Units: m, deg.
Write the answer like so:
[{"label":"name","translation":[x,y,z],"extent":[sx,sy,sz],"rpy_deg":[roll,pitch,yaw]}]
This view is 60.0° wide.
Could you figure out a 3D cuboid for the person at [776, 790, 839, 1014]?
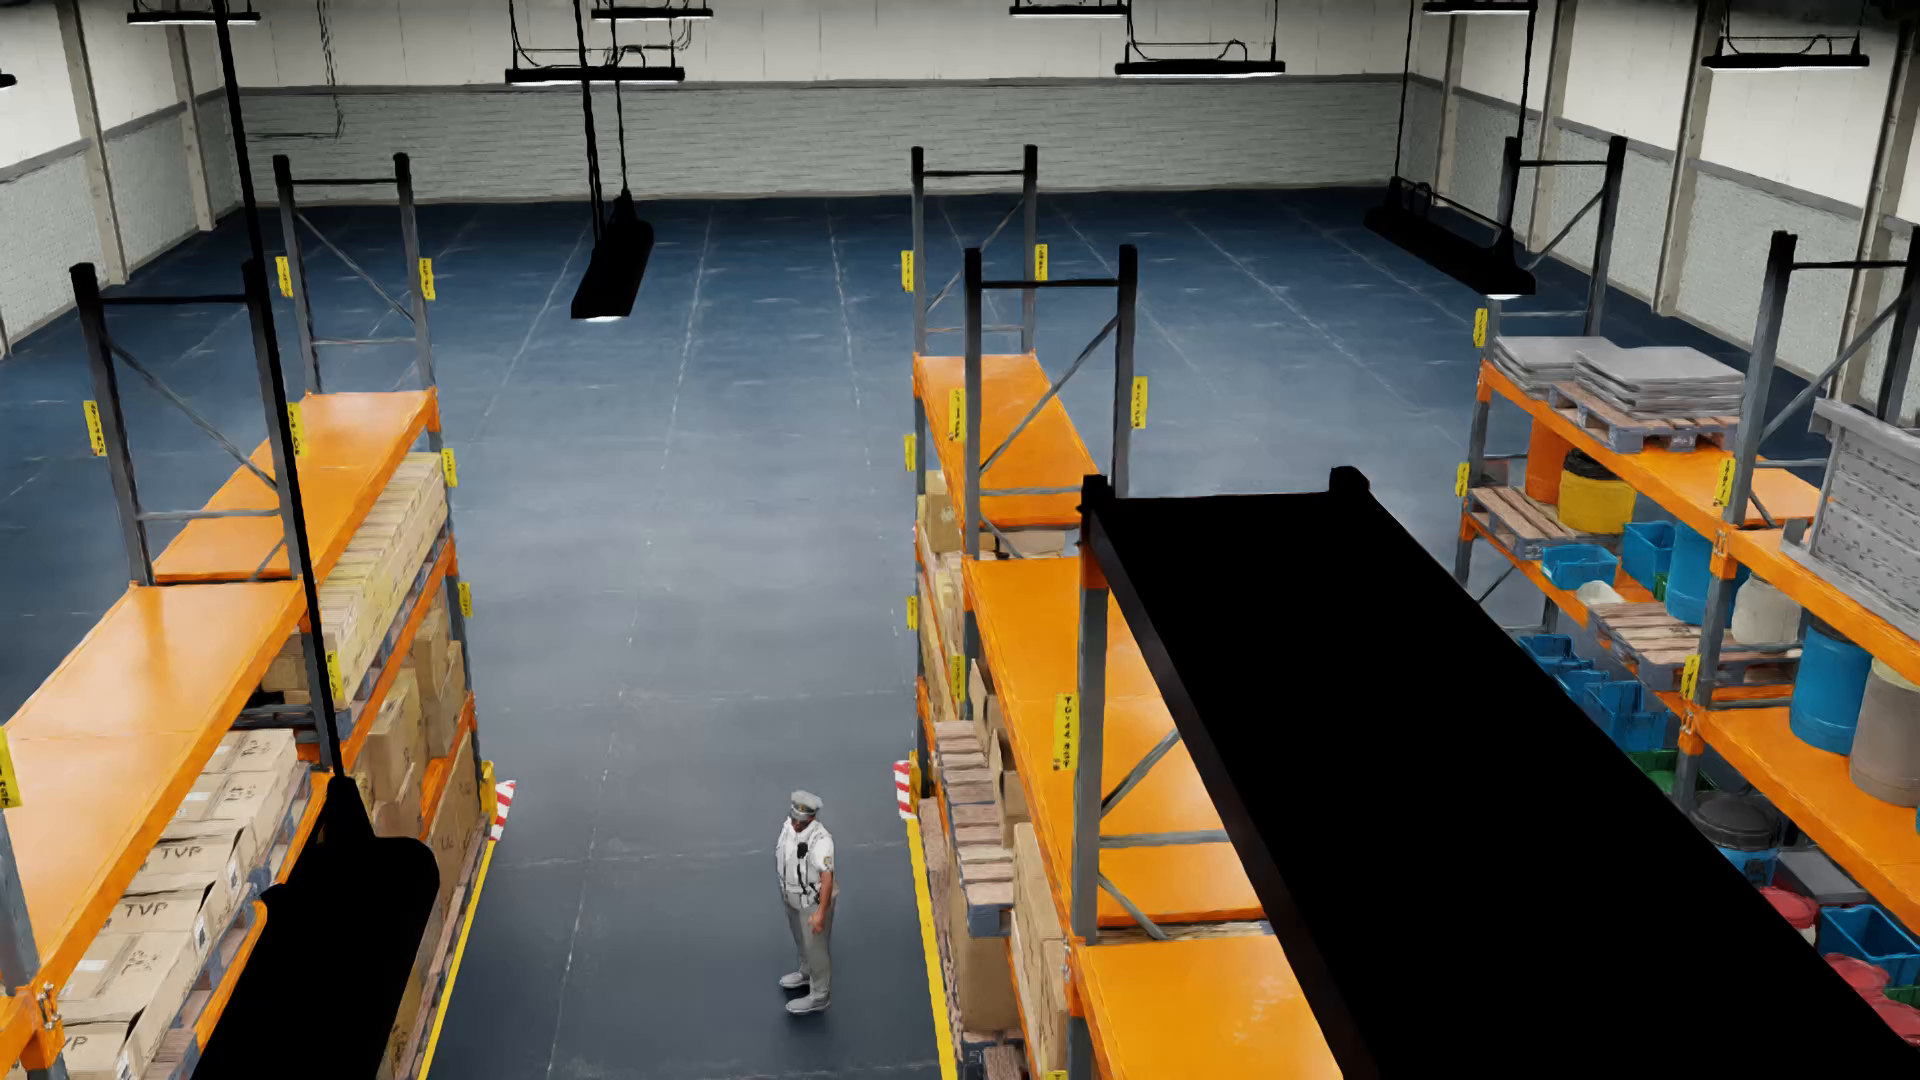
[{"label":"person","translation":[-1.171,2.686,12.445],"extent":[0.475,1.761,0.595],"rpy_deg":[-15,26,-34]}]
